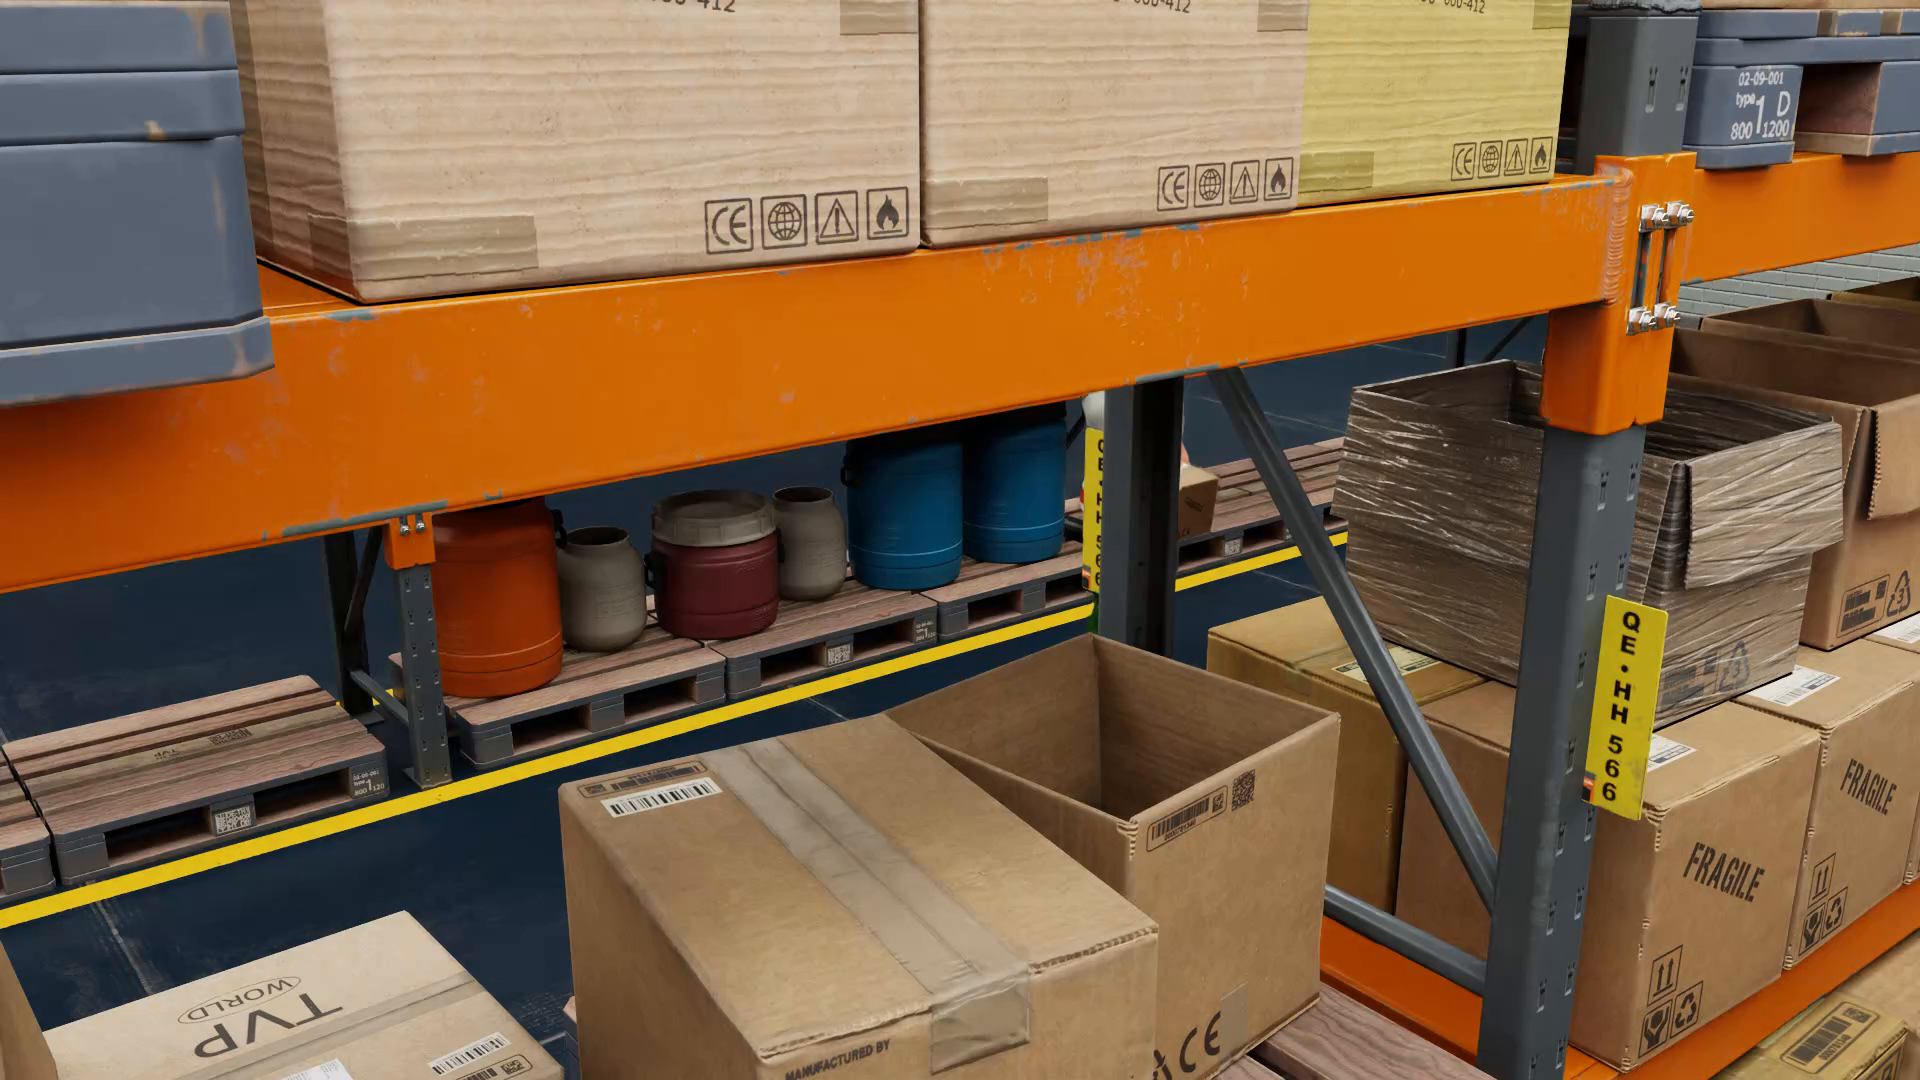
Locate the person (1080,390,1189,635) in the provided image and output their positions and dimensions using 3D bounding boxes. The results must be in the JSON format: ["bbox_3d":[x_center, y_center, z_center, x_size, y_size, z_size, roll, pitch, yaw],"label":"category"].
[{"bbox_3d":[0.810,-0.081,7.268,0.495,1.787,0.554,-14,22,-37],"label":"person"}]
